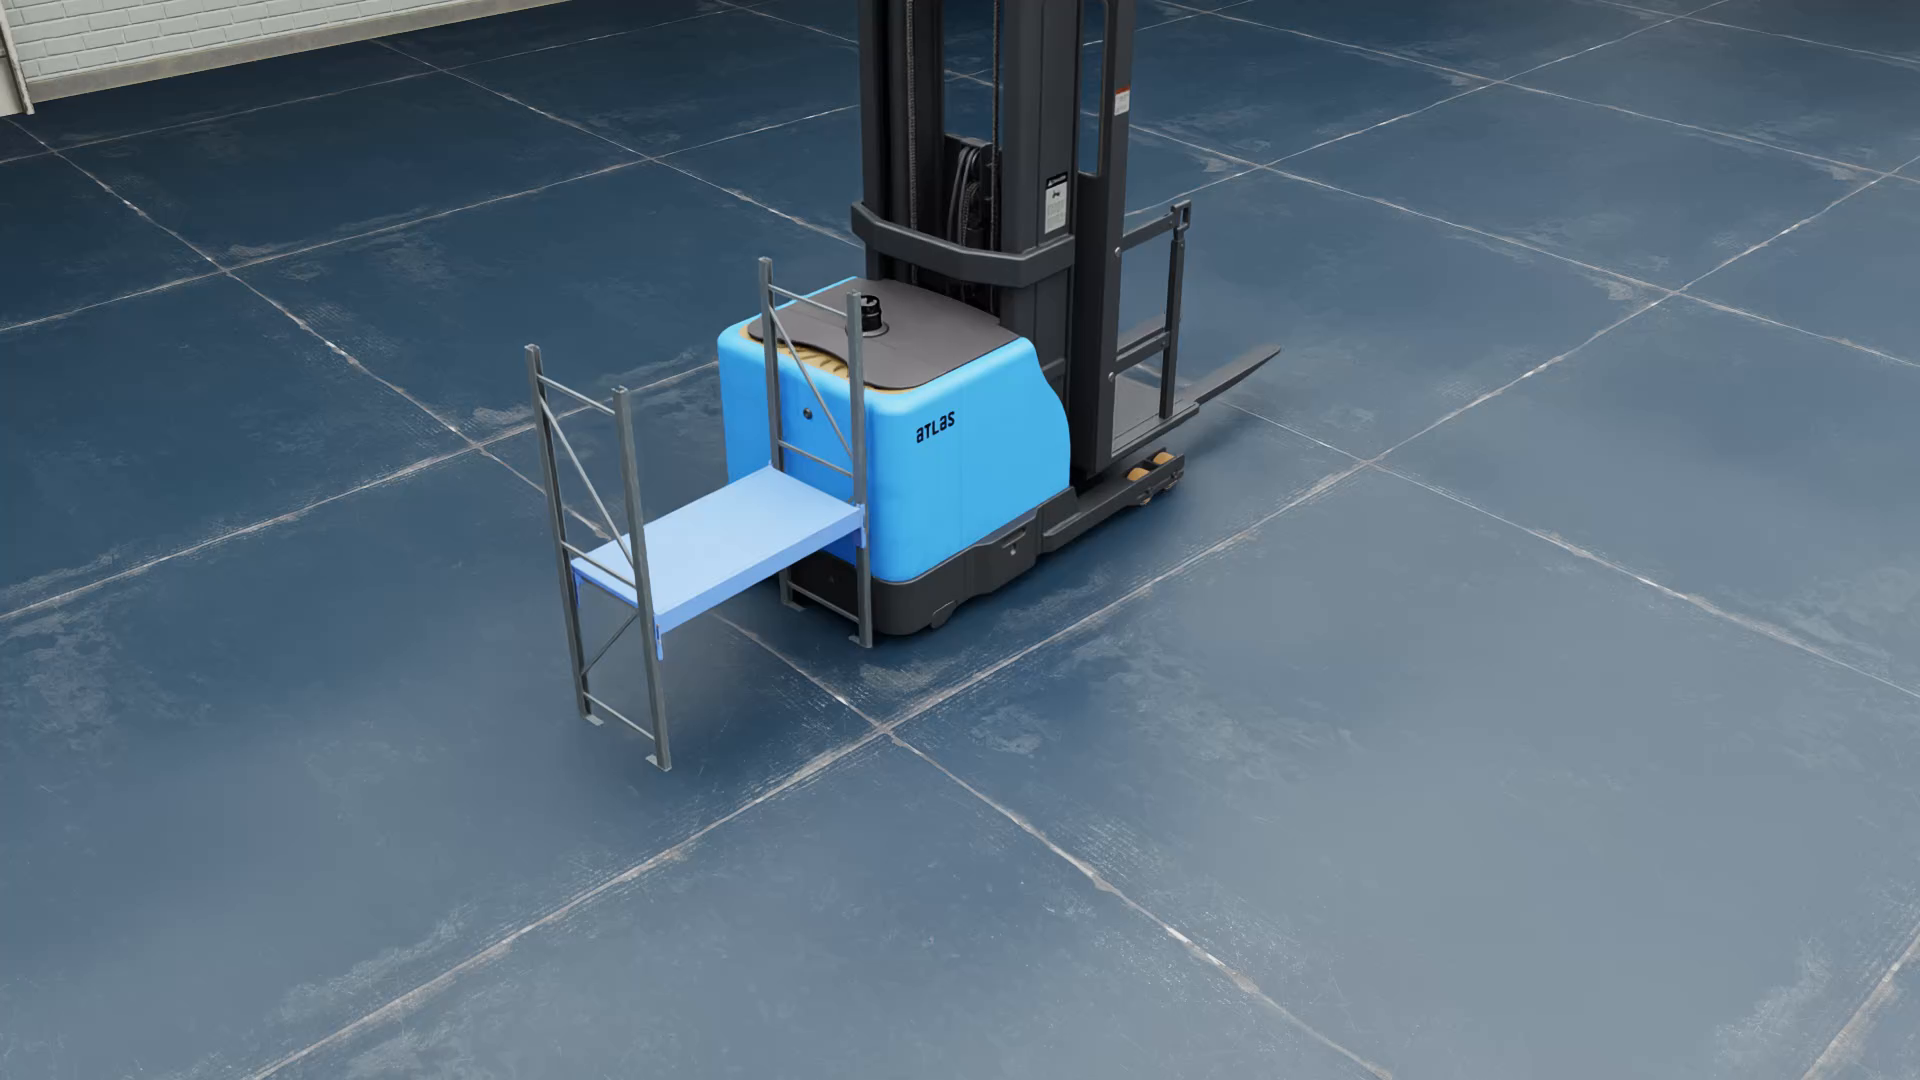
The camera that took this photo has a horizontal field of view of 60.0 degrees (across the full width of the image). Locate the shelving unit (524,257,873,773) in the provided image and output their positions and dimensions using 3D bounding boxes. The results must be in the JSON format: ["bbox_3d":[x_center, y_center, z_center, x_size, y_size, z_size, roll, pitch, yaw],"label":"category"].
[{"bbox_3d":[-0.880,-0.103,5.981,0.538,1.500,1.048,25,39,35],"label":"shelving unit"}]

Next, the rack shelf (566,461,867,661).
[{"bbox_3d":[-0.880,0.050,6.075,0.538,0.185,1.000,25,39,35],"label":"rack shelf"}]

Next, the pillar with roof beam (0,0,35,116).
[{"bbox_3d":[-4.272,-5.389,7.437,0.400,9.000,9.100,-26,40,-35],"label":"pillar with roof beam"}]

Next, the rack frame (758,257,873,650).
[{"bbox_3d":[-0.540,-0.300,6.303,0.500,1.500,0.032,25,39,35],"label":"rack frame"}]

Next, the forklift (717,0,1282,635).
[{"bbox_3d":[0.379,-1.565,7.000,1.130,2.935,3.031,25,39,34],"label":"forklift"}]

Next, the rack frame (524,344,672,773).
[{"bbox_3d":[-1.220,0.094,5.659,0.500,1.500,0.032,25,39,35],"label":"rack frame"}]
